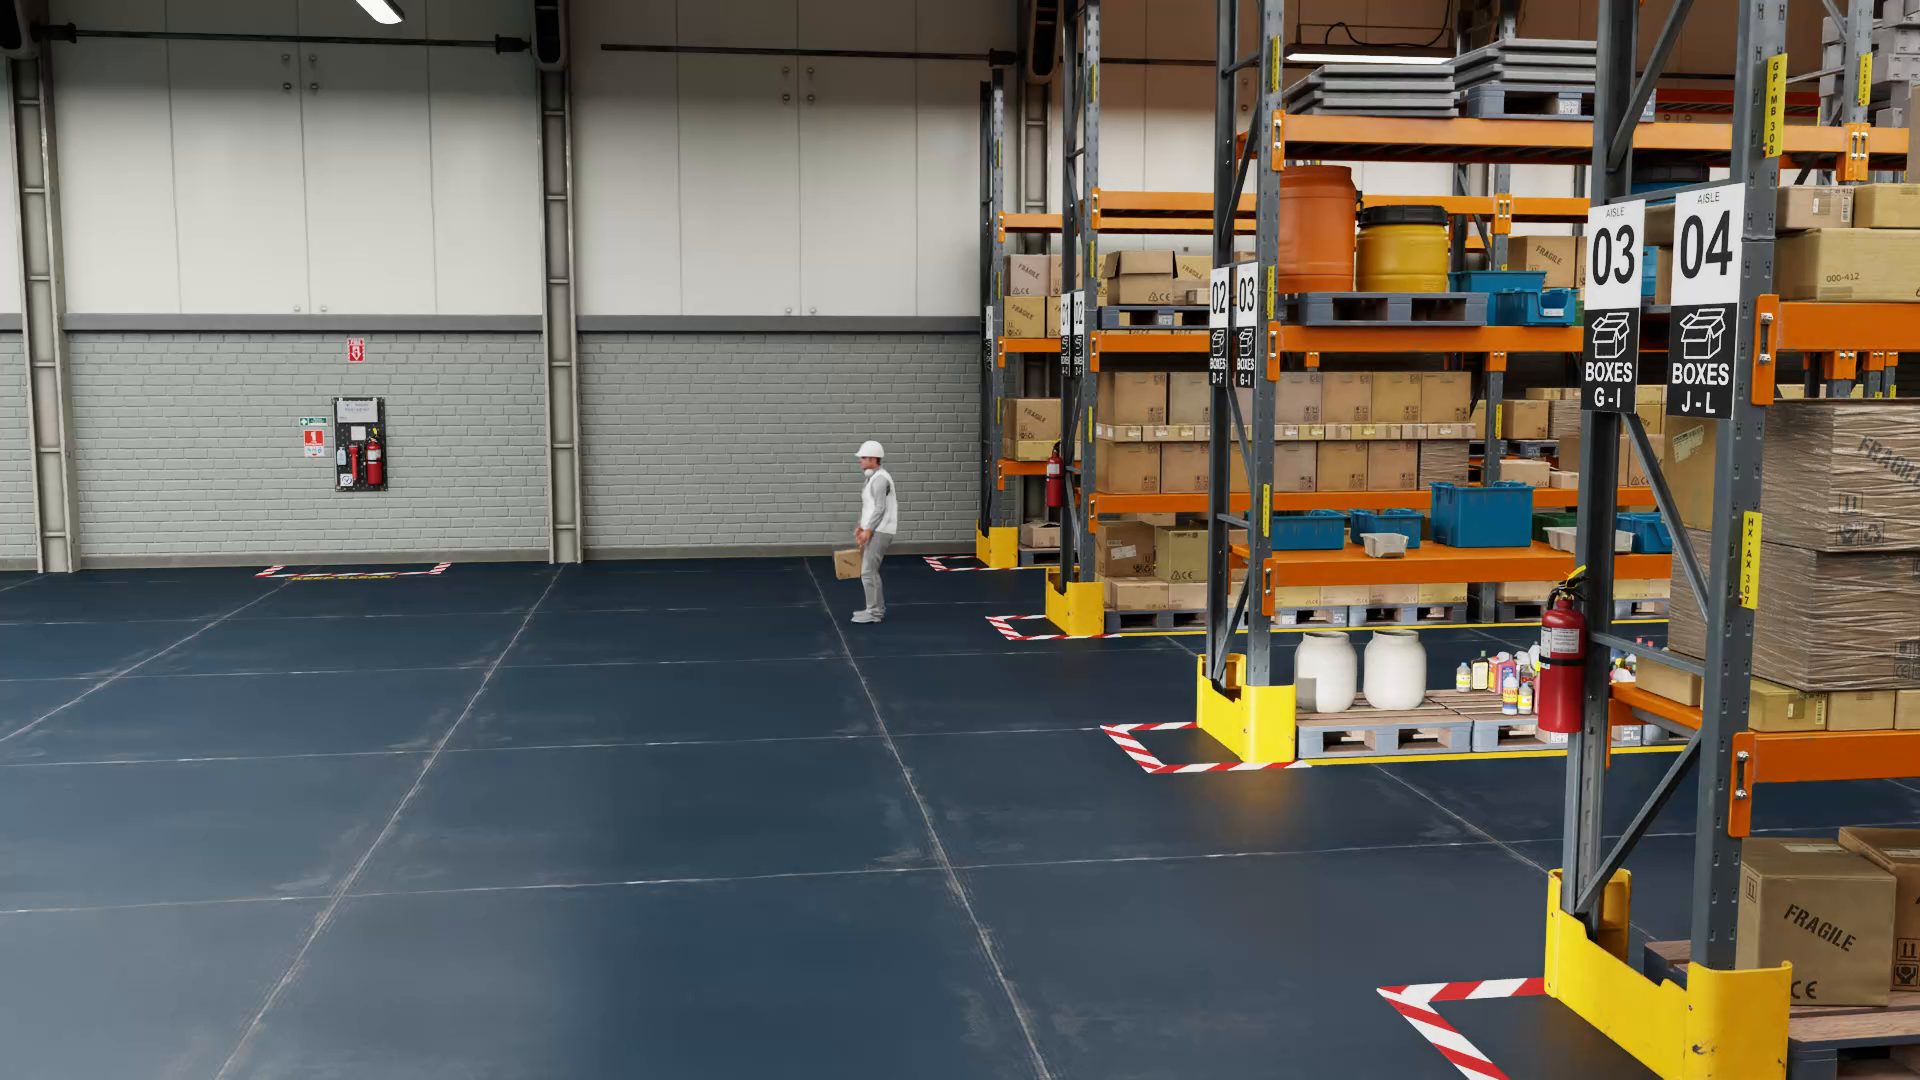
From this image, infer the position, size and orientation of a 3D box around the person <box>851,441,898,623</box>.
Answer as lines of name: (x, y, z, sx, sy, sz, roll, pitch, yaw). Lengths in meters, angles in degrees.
person: (-0.850, -0.083, 16.329, 0.474, 1.772, 0.569, -1, 7, -11)
